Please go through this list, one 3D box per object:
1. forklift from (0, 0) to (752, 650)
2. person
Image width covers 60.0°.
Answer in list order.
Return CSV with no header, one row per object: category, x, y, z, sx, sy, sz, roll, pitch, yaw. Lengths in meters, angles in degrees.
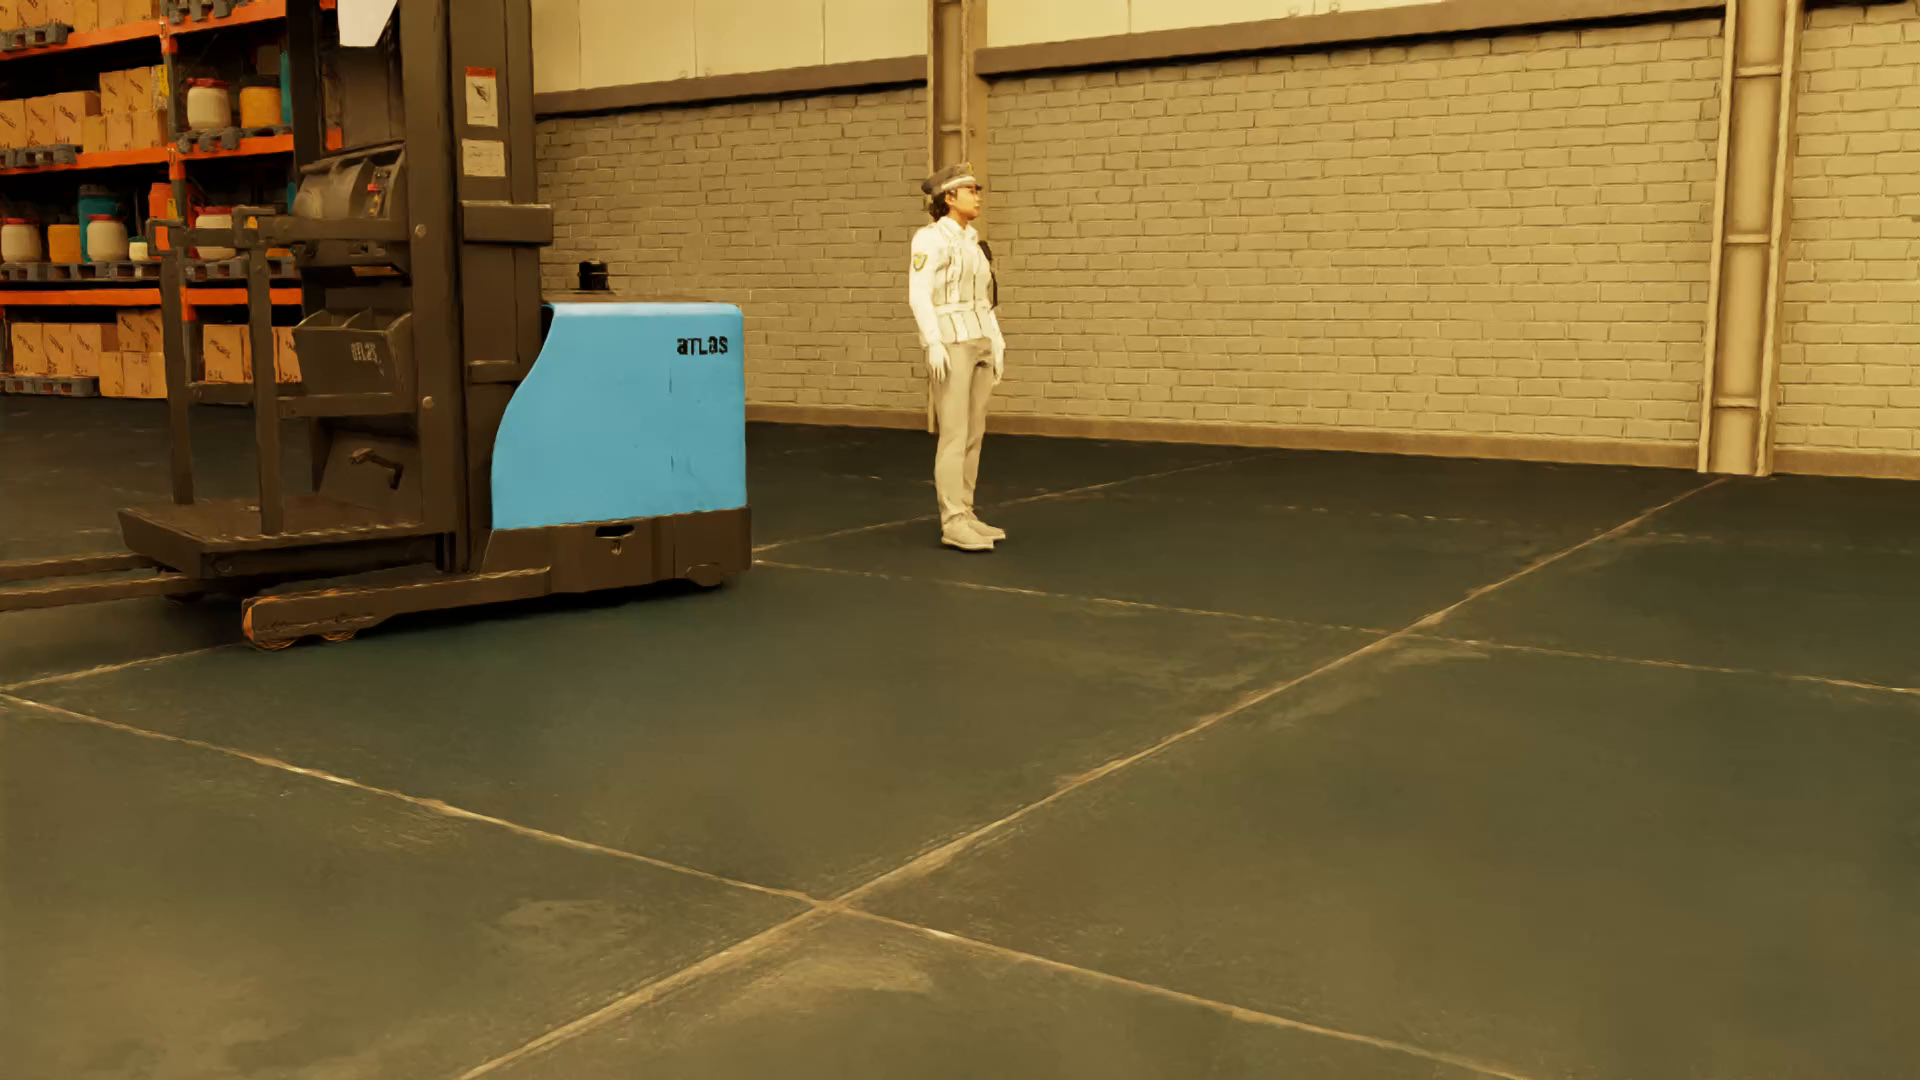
forklift,-2.253,-1.192,5.574,3.031,2.935,1.130,-7,10,-39
person,0.052,-0.840,7.440,0.532,1.695,0.586,5,10,34
